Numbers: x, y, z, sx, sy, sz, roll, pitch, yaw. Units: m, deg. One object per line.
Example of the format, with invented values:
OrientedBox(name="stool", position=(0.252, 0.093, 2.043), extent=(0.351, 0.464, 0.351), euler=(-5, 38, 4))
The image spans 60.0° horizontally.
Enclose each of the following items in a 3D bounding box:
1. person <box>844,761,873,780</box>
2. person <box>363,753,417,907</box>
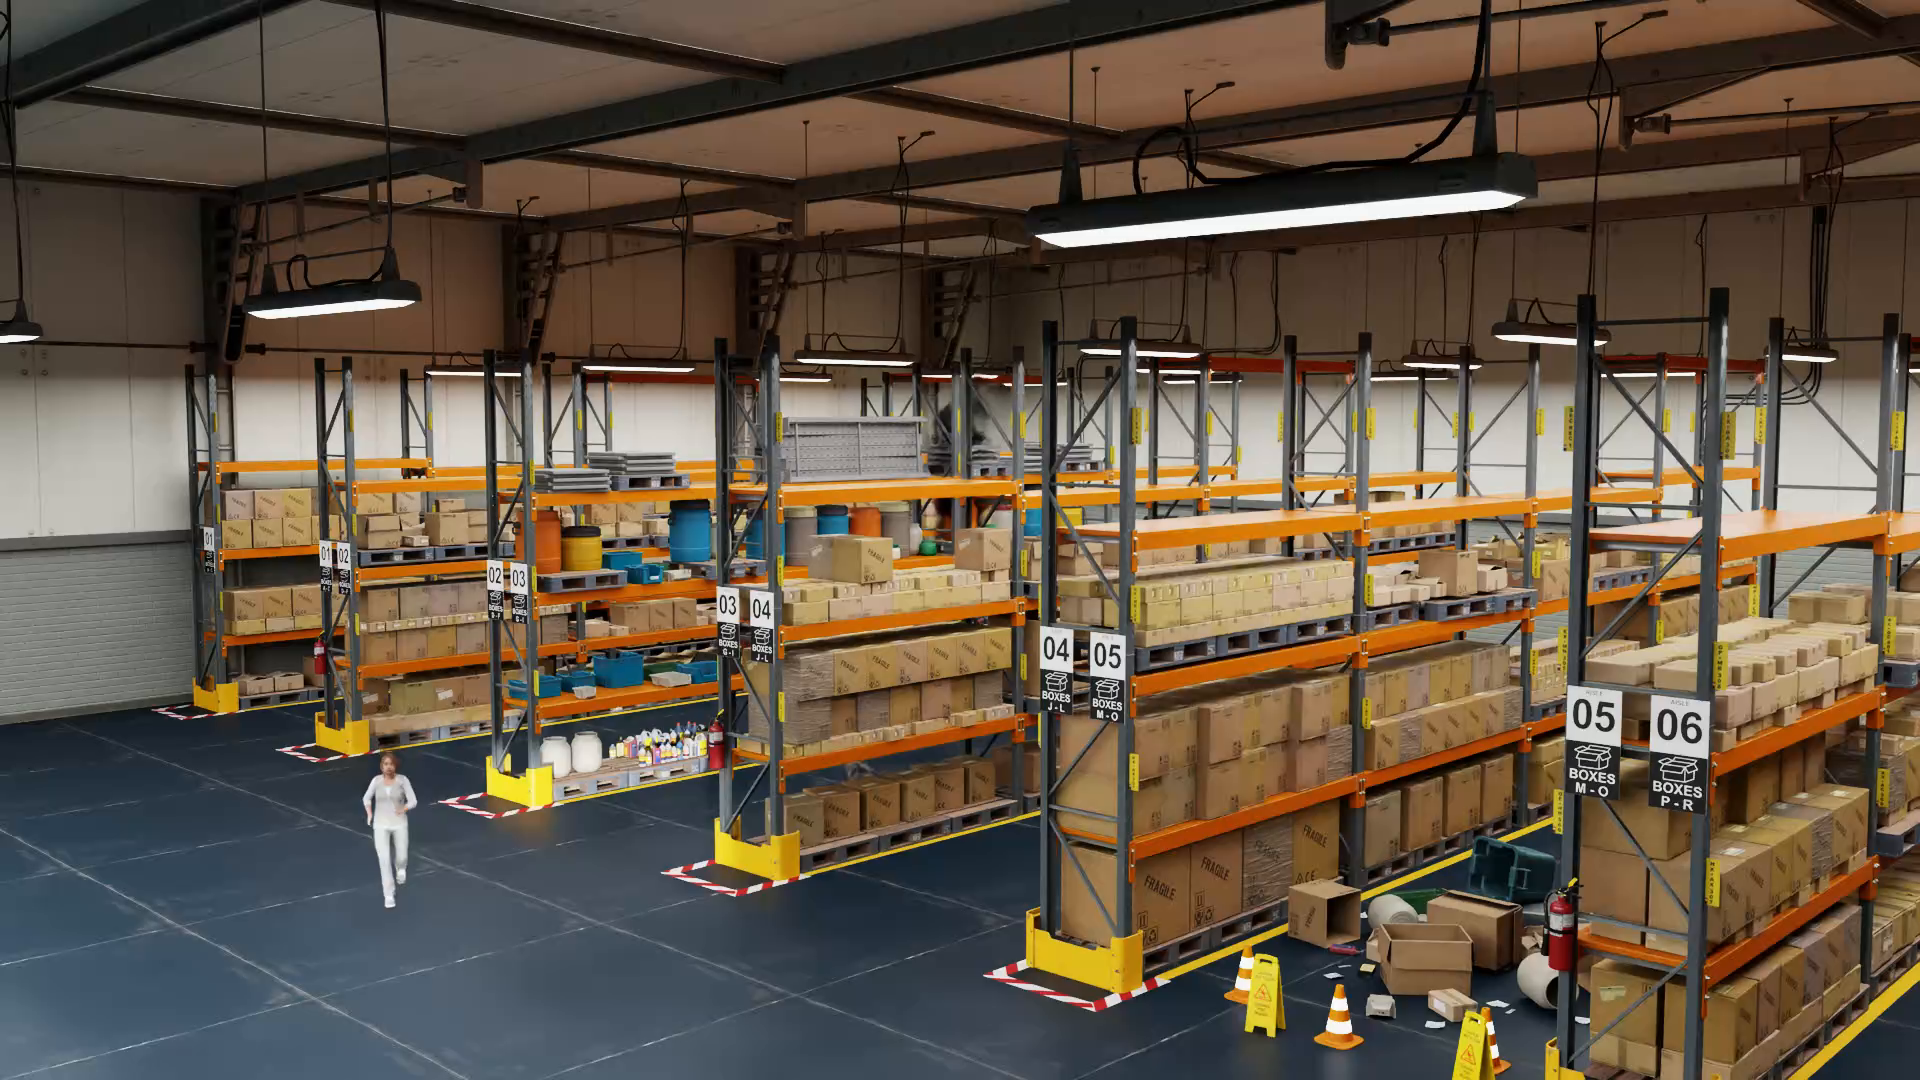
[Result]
OrientedBox(name="person", position=(-1.353, 2.597, 22.109), extent=(0.671, 1.753, 0.857), euler=(3, 5, 31))
OrientedBox(name="person", position=(-6.032, 3.033, 17.599), extent=(0.547, 1.564, 0.767), euler=(-1, 5, -16))
